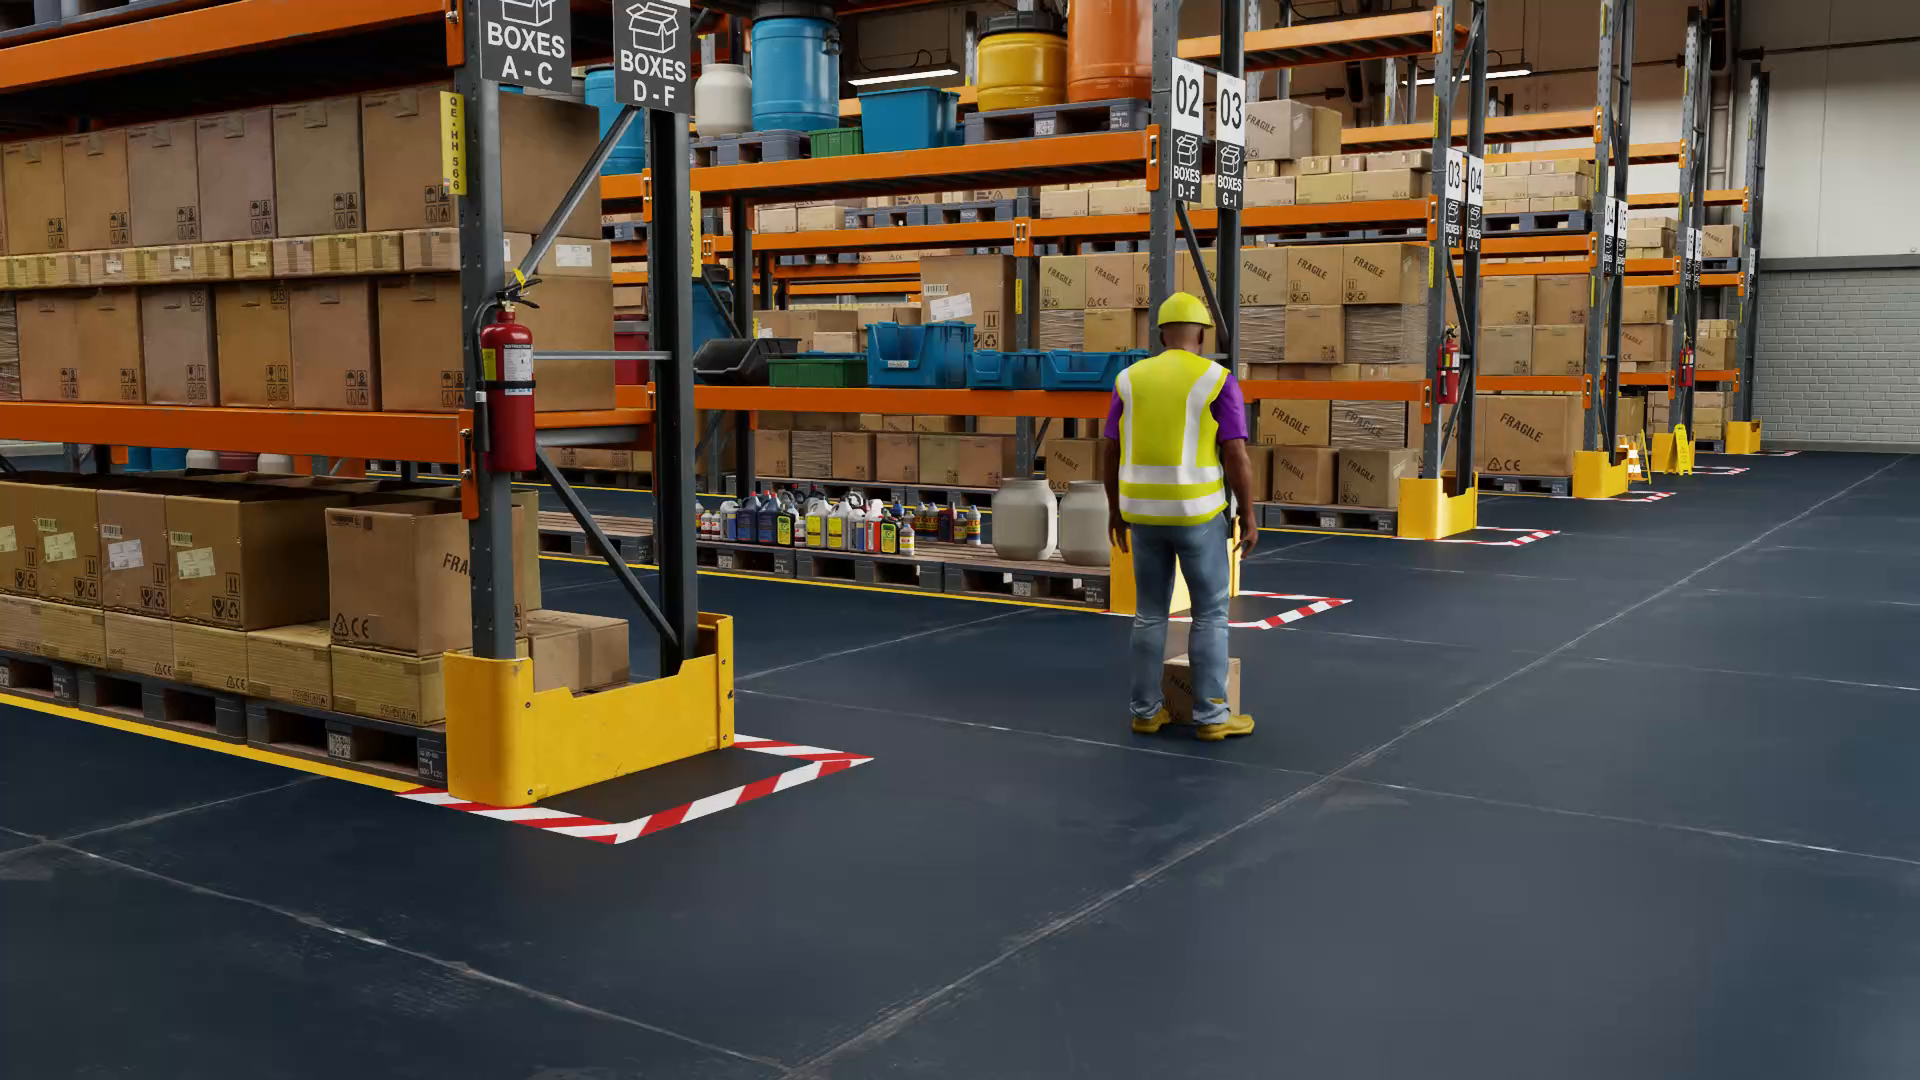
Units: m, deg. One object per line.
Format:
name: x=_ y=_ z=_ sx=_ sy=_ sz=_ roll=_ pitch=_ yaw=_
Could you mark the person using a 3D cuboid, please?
person: x=0.879 y=-0.104 z=6.644 sx=0.638 sy=1.761 sz=0.459 roll=4 pitch=7 yaw=32
